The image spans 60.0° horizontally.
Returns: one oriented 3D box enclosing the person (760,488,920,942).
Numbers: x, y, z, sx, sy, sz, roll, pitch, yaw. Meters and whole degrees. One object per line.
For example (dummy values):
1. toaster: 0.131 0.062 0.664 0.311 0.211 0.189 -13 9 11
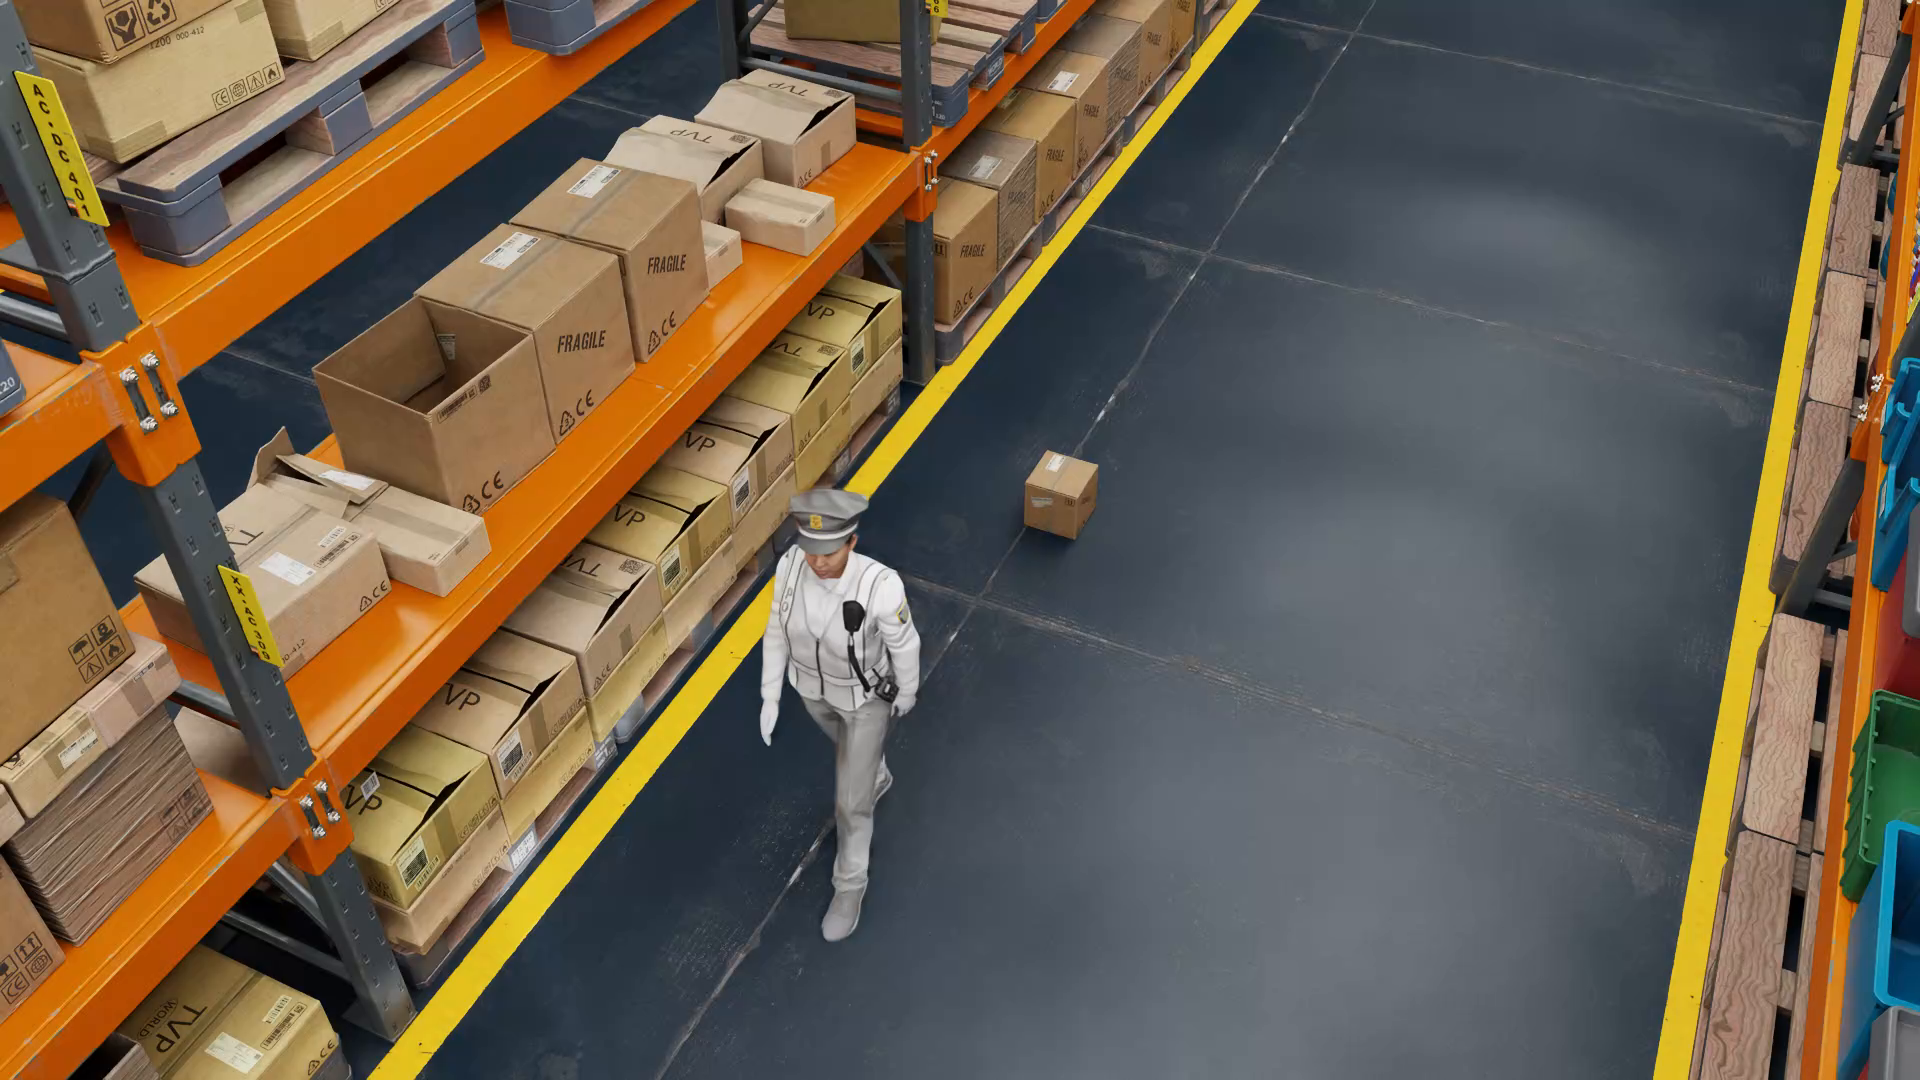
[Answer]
1. person: -0.419 0.539 5.560 0.500 1.722 0.724 18 45 18
